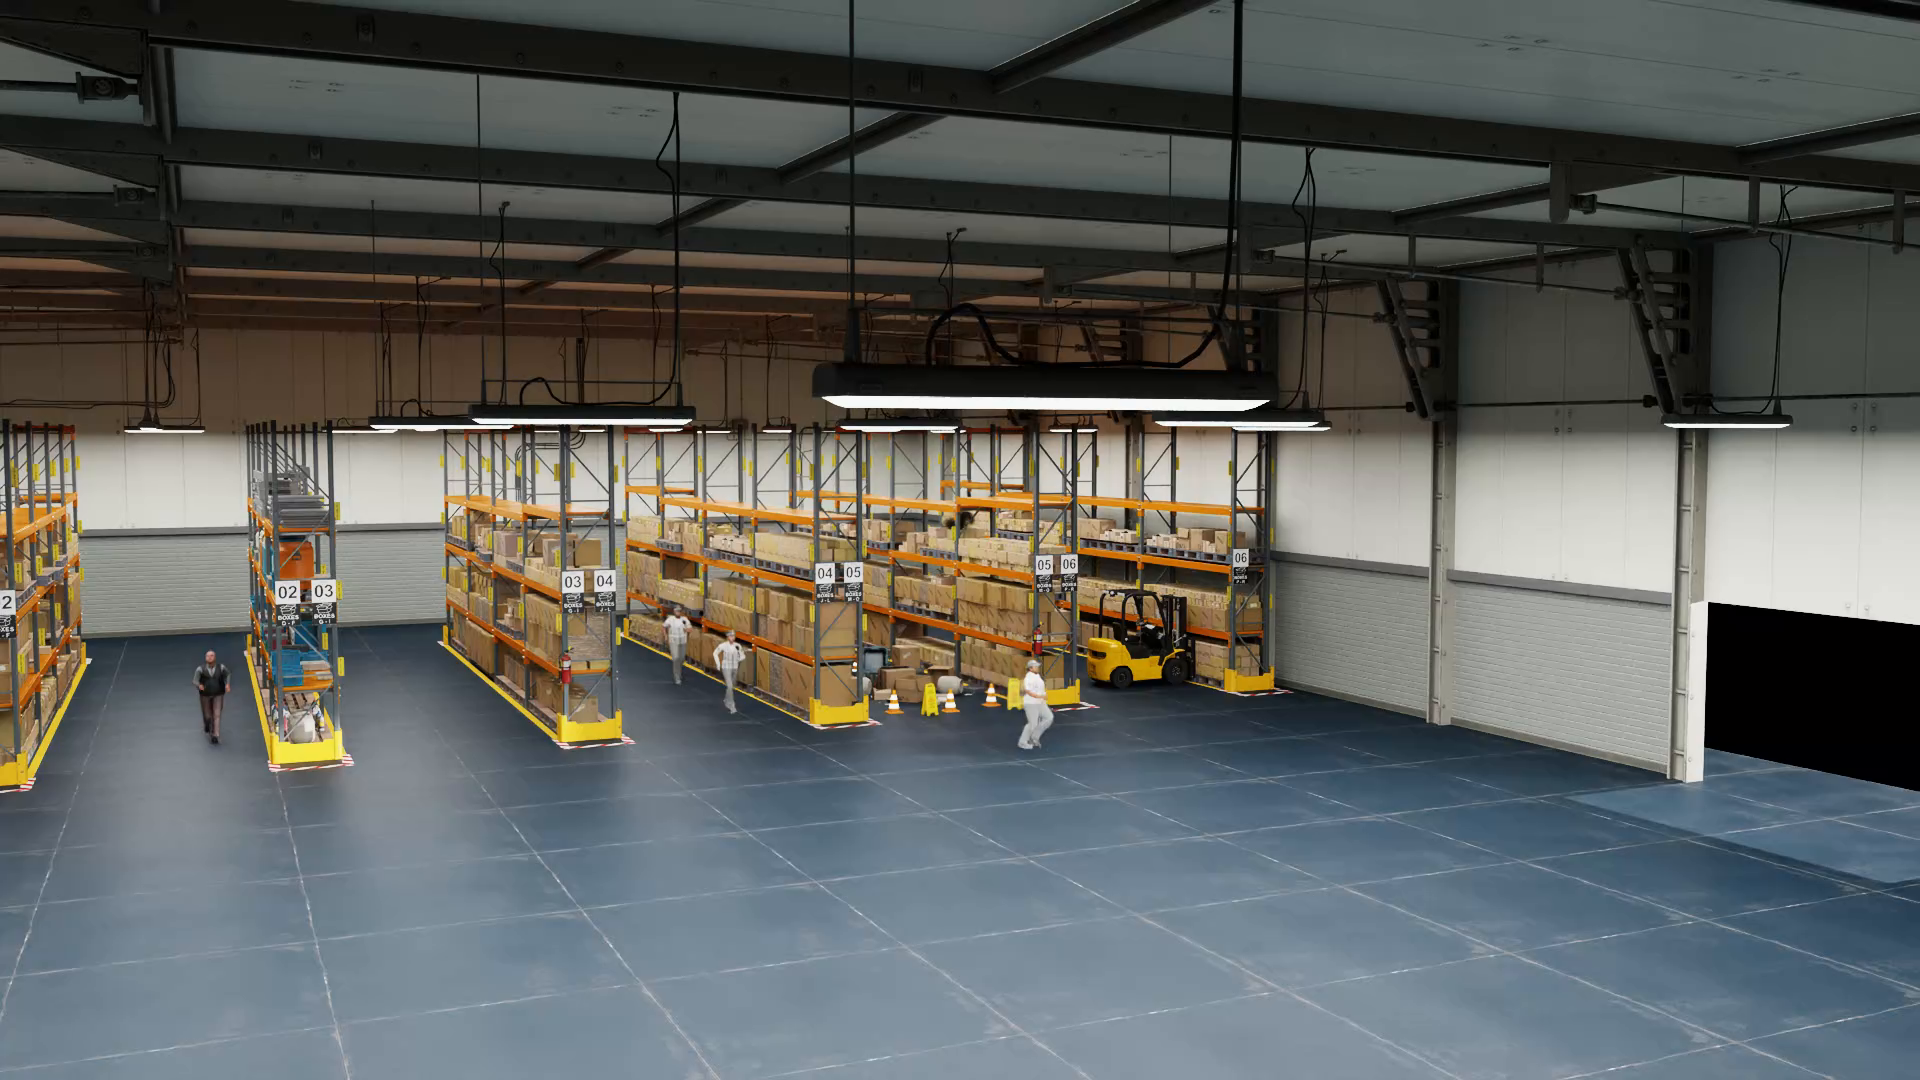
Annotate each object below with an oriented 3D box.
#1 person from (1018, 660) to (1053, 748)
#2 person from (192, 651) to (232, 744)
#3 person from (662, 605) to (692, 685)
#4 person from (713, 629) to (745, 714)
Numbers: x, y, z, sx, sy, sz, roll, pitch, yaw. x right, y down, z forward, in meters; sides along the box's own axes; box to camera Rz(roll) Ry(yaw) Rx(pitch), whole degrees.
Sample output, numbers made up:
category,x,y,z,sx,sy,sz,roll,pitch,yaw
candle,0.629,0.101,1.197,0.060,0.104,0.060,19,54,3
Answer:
category,x,y,z,sx,sy,sz,roll,pitch,yaw
person,1.379,3.010,30.469,0.628,1.627,0.616,2,4,25
person,-13.993,2.925,31.137,0.676,1.689,0.971,-2,4,-25
person,-6.557,2.415,38.682,0.649,1.812,0.885,-2,4,-27
person,-4.764,2.698,34.541,0.614,1.707,0.854,-2,4,-32
